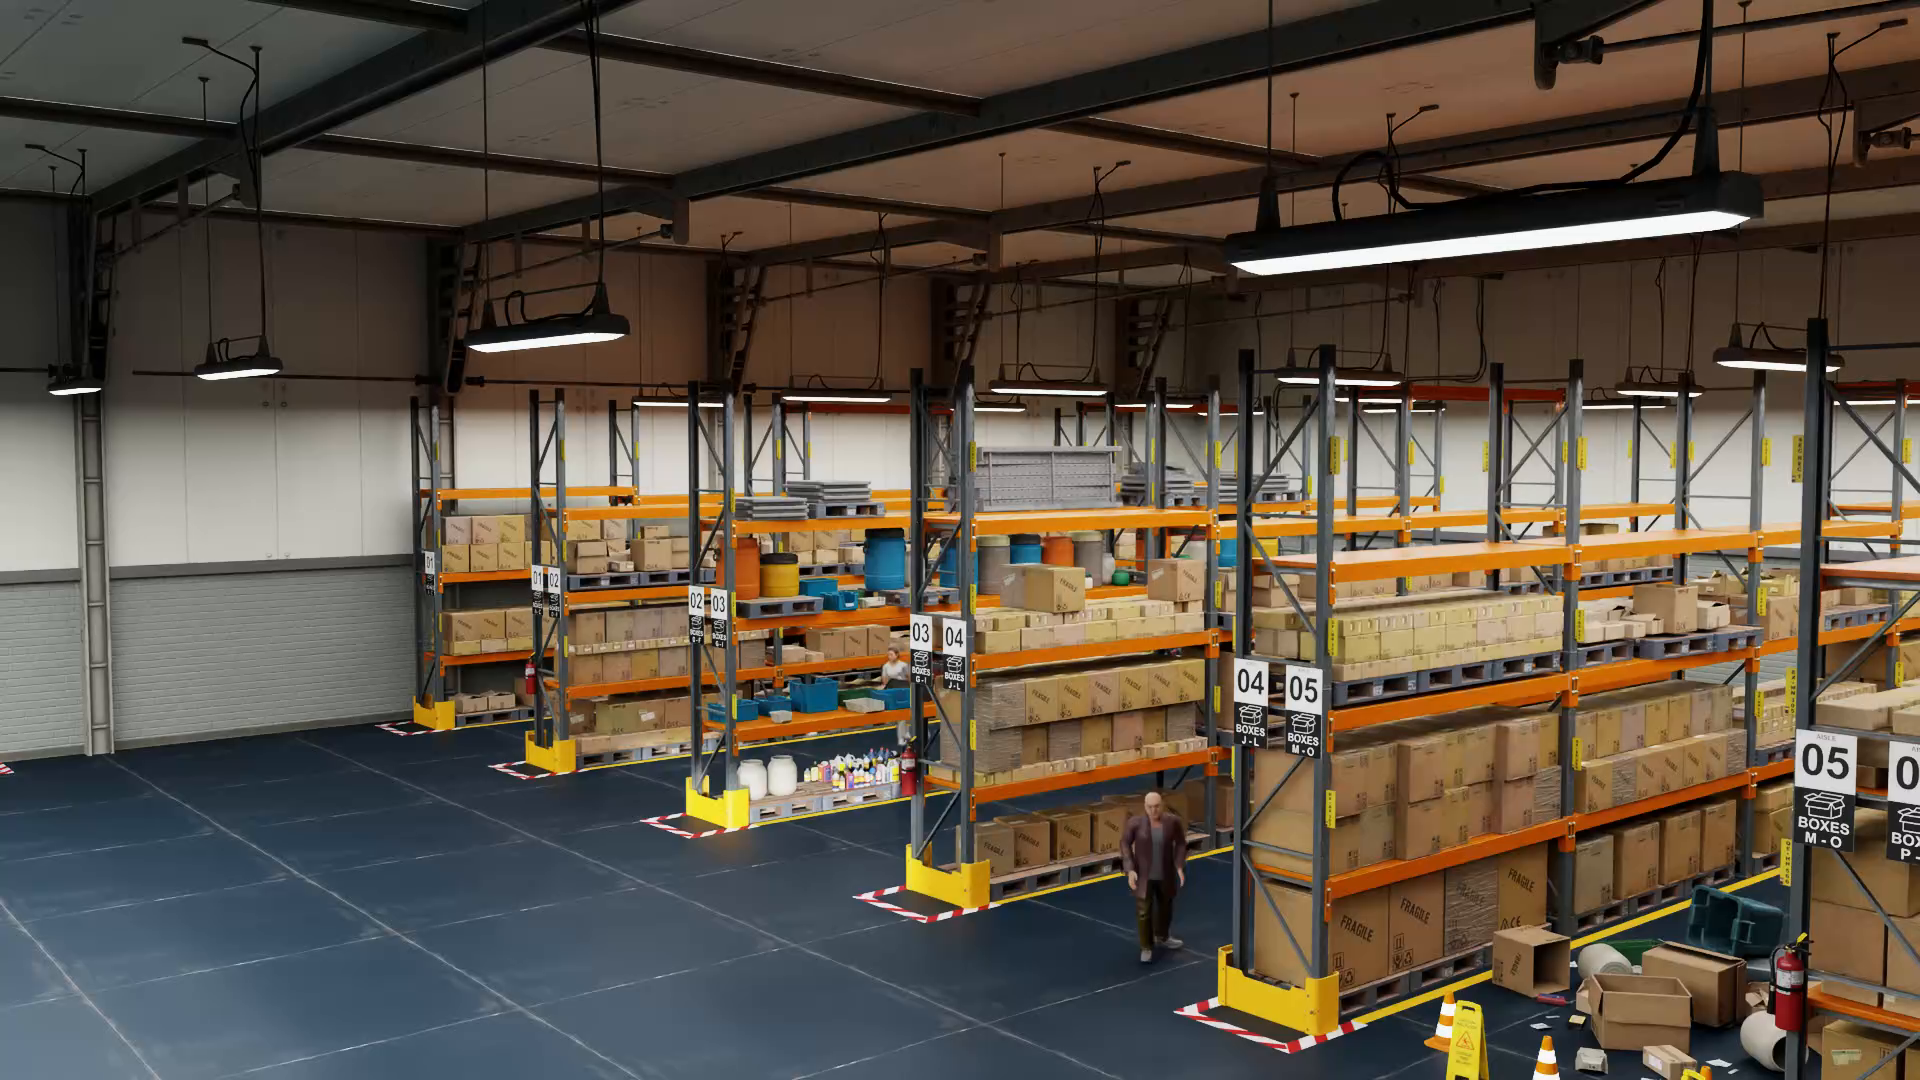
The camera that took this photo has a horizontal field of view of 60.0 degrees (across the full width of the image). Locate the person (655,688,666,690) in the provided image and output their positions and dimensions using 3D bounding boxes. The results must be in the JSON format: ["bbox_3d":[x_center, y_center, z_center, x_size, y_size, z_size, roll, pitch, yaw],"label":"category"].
[{"bbox_3d":[-5.313,2.587,30.222,0.581,1.609,0.557,2,4,30],"label":"person"}]

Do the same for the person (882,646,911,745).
[{"bbox_3d":[-1.084,2.752,28.438,0.521,1.377,0.909,1,3,14],"label":"person"}]

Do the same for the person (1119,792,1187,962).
[{"bbox_3d":[1.934,3.322,16.627,0.717,1.729,0.766,0,3,-6],"label":"person"}]
